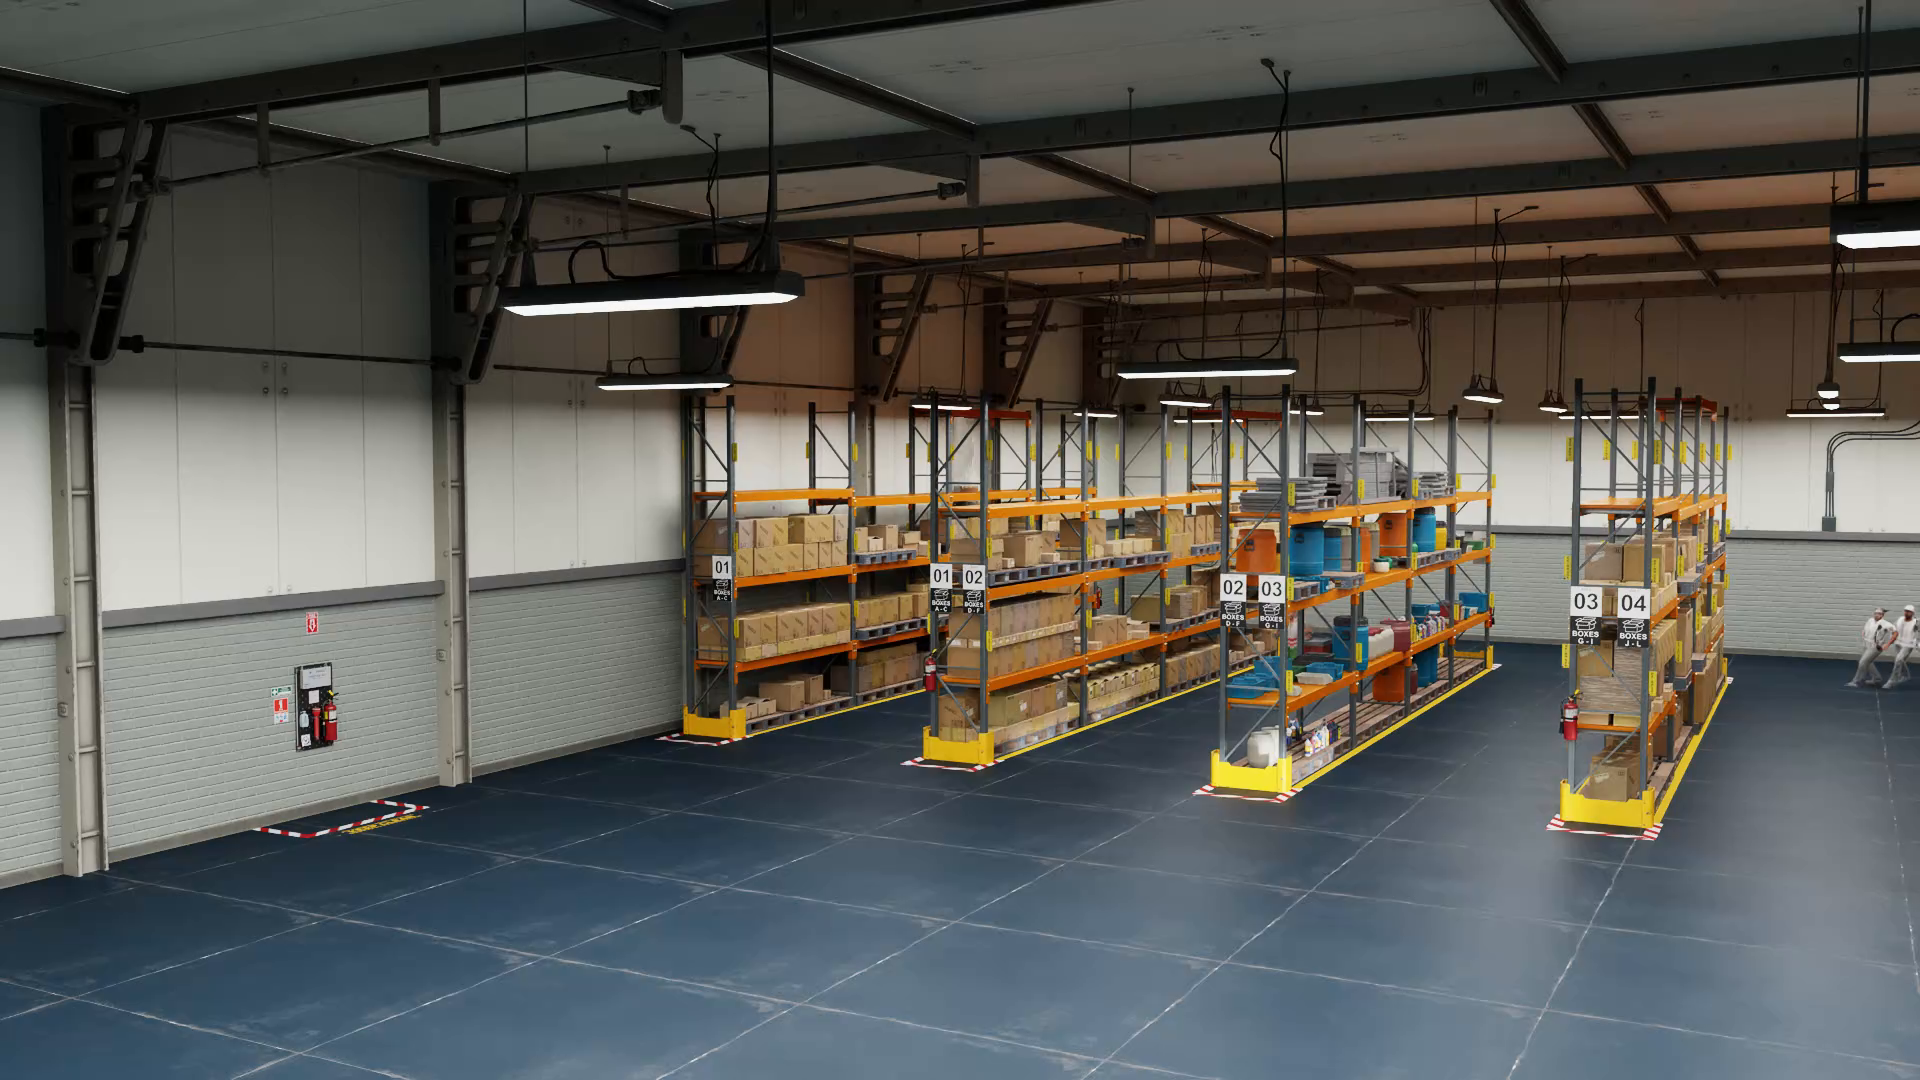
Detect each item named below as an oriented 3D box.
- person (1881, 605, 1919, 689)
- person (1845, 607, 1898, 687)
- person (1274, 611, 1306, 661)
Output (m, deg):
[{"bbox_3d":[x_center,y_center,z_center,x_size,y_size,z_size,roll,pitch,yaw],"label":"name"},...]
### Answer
[{"bbox_3d":[20.008,2.259,35.213,0.911,1.785,0.742,-1,3,-19],"label":"person"},{"bbox_3d":[19.385,2.285,35.384,0.820,1.754,0.669,0,3,-5],"label":"person"},{"bbox_3d":[6.920,2.252,34.995,0.621,1.763,1.142,2,3,27],"label":"person"}]
